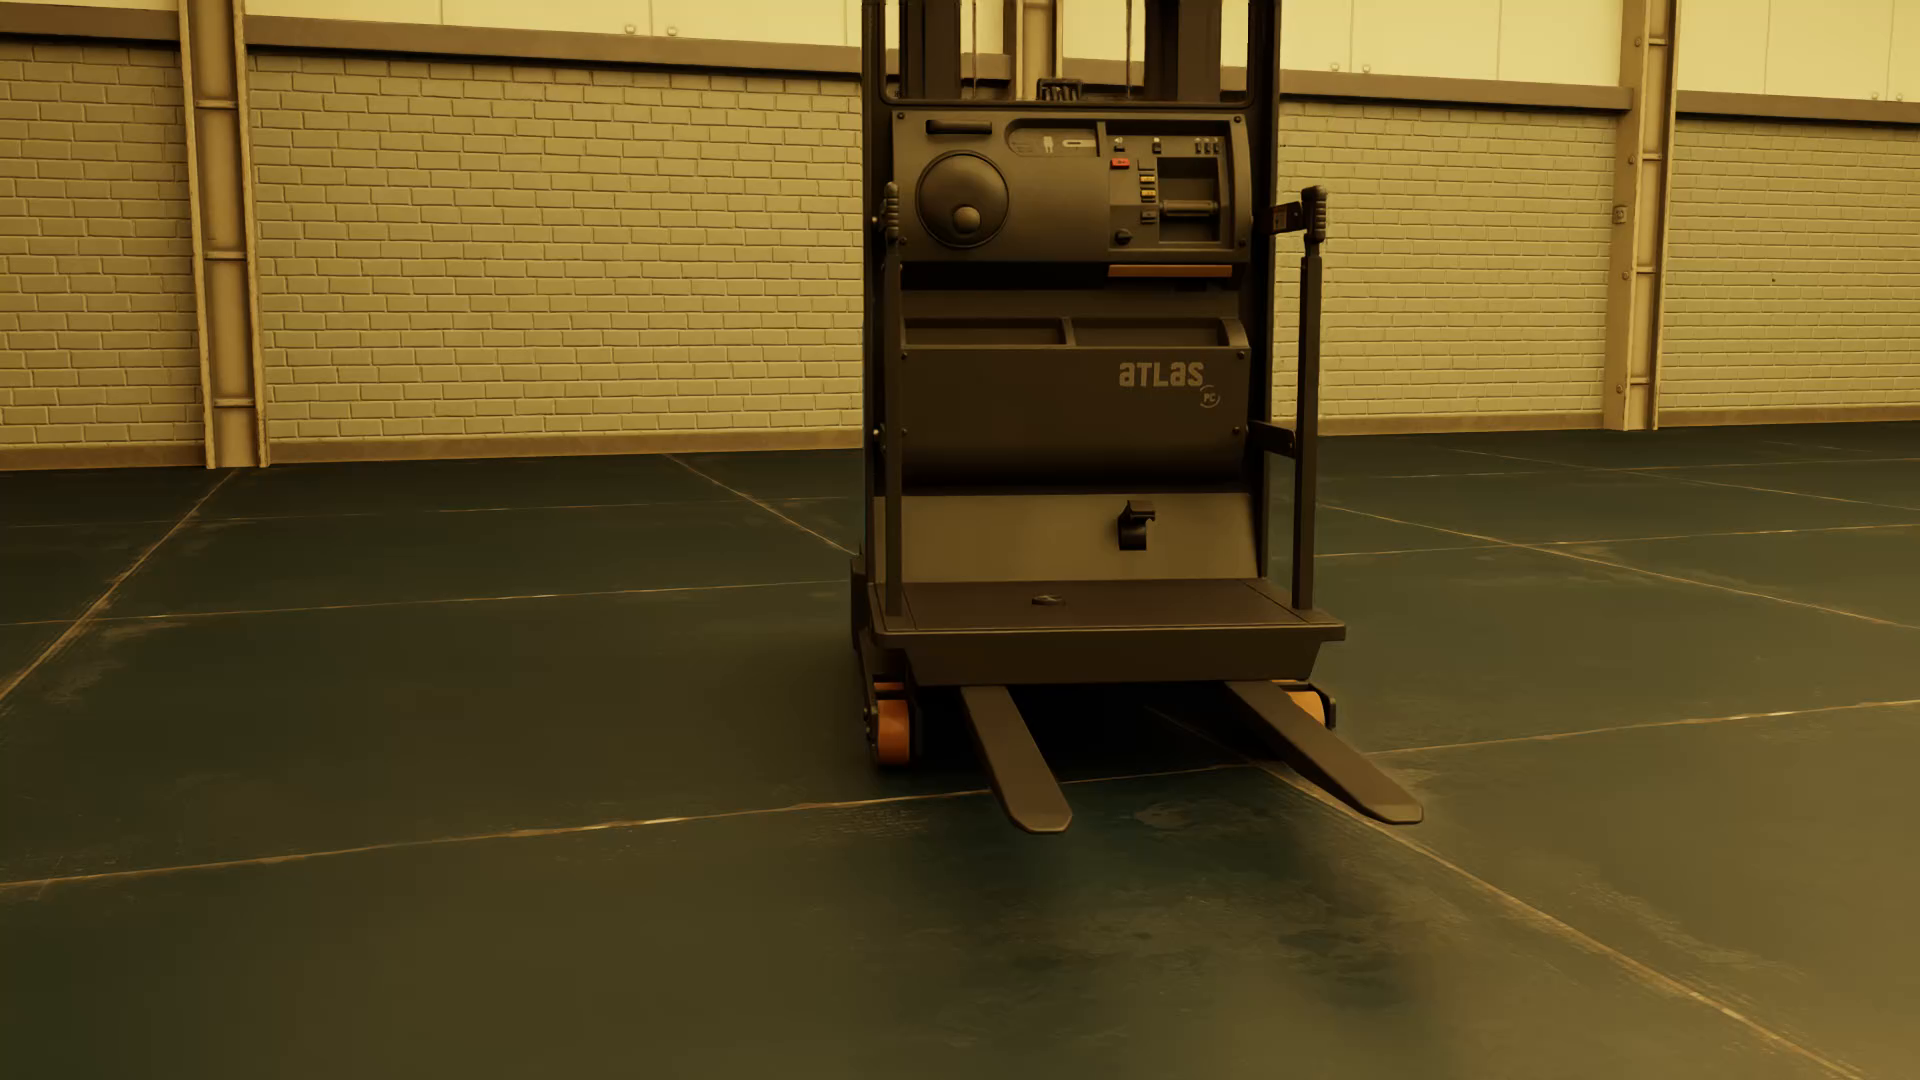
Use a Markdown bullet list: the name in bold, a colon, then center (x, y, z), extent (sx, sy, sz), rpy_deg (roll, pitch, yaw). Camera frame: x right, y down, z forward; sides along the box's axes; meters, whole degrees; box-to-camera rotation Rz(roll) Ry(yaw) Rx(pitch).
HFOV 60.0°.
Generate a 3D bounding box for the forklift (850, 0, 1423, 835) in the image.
- **forklift**: center (0.311, -0.959, 4.096), extent (1.130, 2.935, 3.031), rpy_deg (-1, 8, -5)
